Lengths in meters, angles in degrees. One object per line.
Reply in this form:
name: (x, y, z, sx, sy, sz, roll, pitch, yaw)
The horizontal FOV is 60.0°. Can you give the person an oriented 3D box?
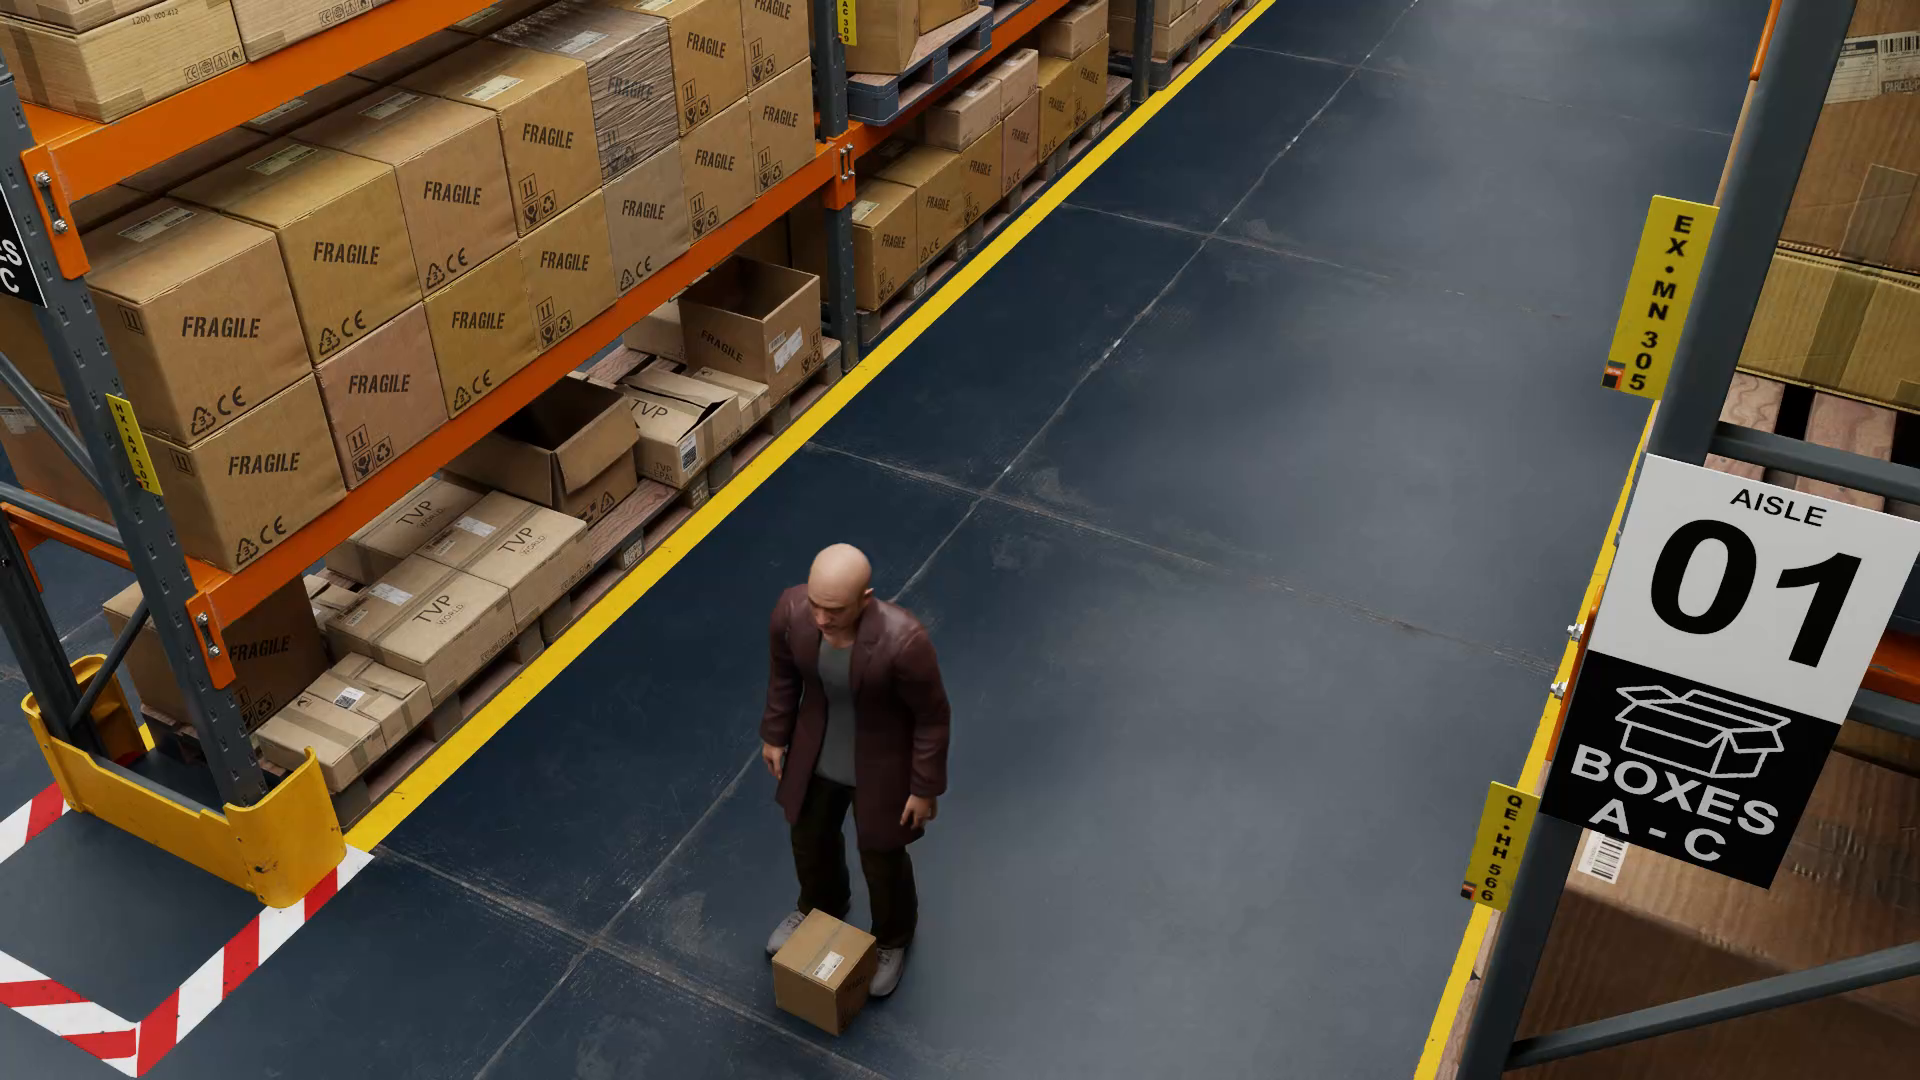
person: (-0.336, 0.700, 5.250, 0.652, 1.774, 0.417, 17, 41, 21)
